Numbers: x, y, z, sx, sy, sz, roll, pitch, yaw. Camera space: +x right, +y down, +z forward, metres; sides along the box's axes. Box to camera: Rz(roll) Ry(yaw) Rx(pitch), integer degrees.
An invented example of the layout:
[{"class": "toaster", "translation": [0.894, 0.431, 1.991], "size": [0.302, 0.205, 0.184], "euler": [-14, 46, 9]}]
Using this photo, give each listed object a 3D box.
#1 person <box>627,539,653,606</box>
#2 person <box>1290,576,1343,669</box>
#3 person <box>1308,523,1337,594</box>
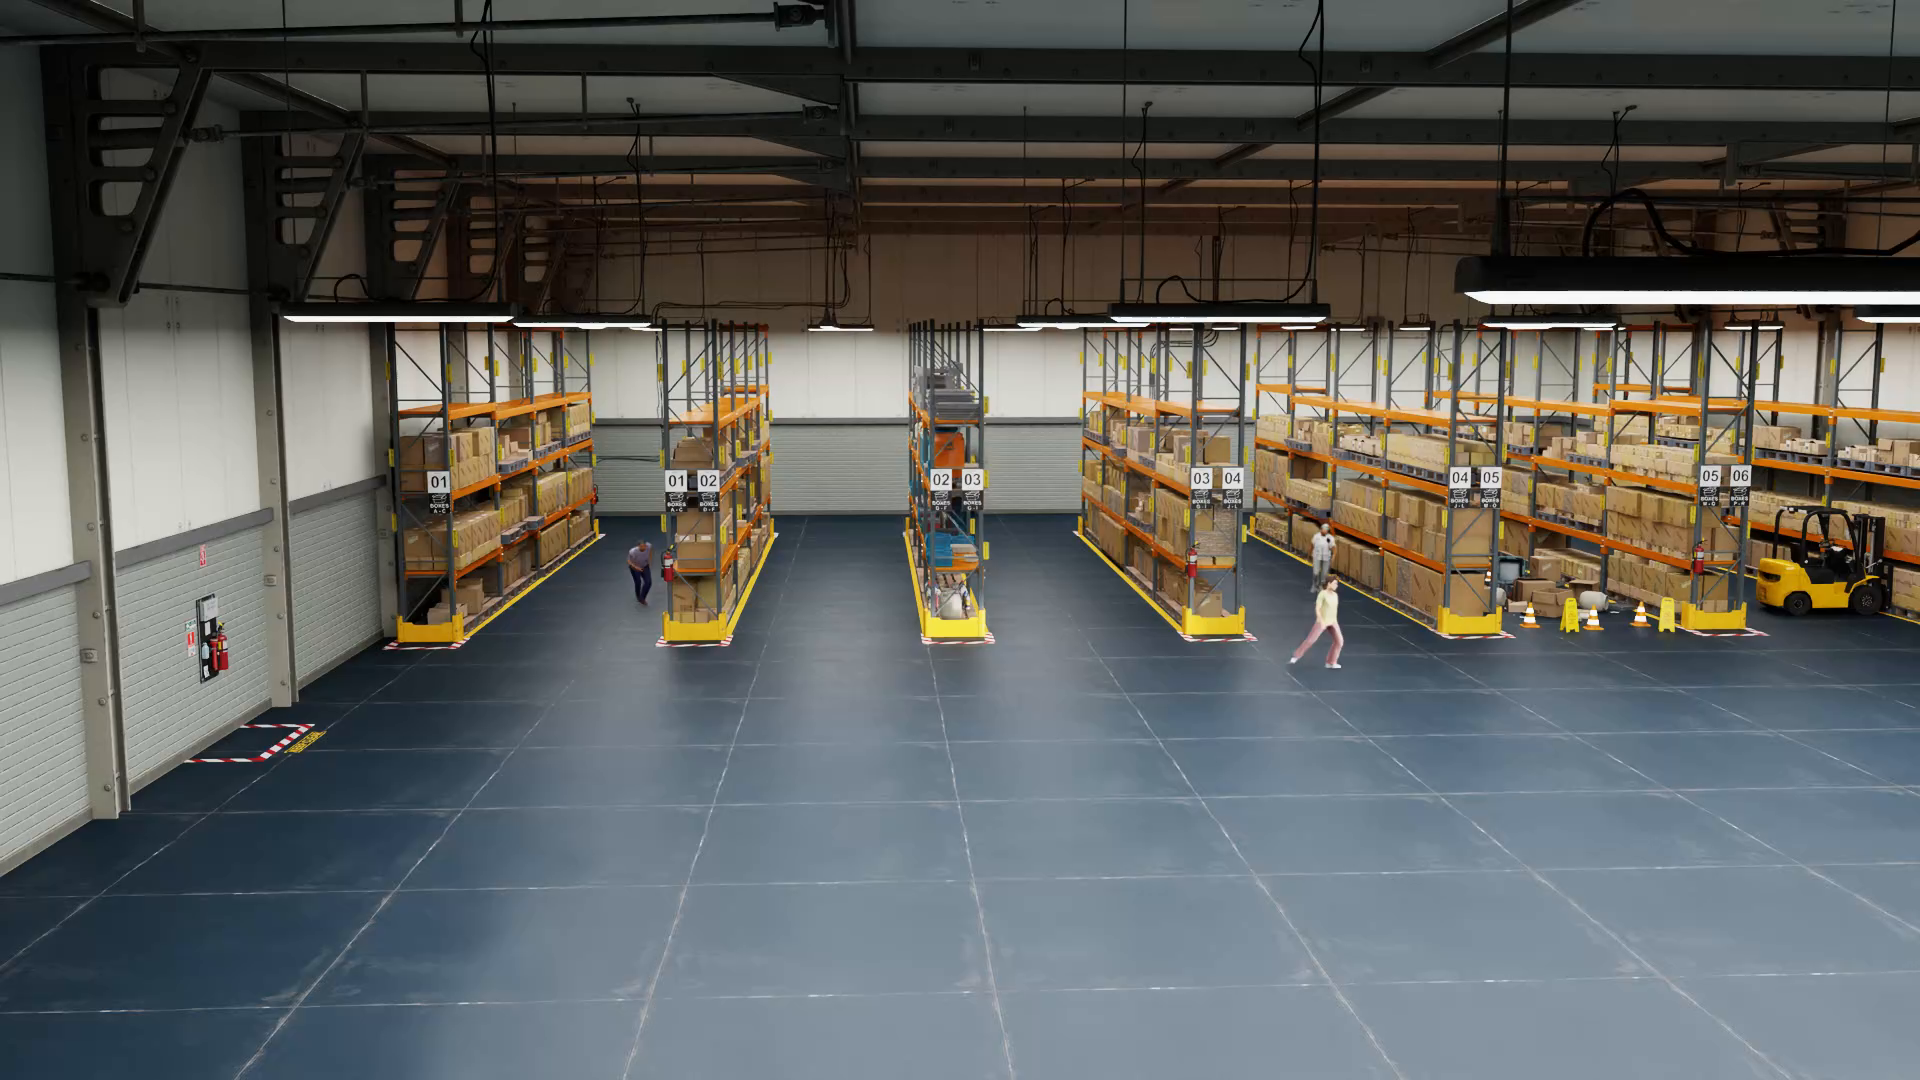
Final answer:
[{"class": "person", "translation": [-6.865, 0.653, 35.521], "size": [0.591, 1.448, 1.086], "euler": [-3, 8, -23]}, {"class": "person", "translation": [6.112, 1.401, 28.581], "size": [0.750, 1.602, 0.707], "euler": [-4, 8, -27]}, {"class": "person", "translation": [7.949, 0.427, 36.419], "size": [0.597, 1.618, 0.747], "euler": [1, 7, 8]}]
